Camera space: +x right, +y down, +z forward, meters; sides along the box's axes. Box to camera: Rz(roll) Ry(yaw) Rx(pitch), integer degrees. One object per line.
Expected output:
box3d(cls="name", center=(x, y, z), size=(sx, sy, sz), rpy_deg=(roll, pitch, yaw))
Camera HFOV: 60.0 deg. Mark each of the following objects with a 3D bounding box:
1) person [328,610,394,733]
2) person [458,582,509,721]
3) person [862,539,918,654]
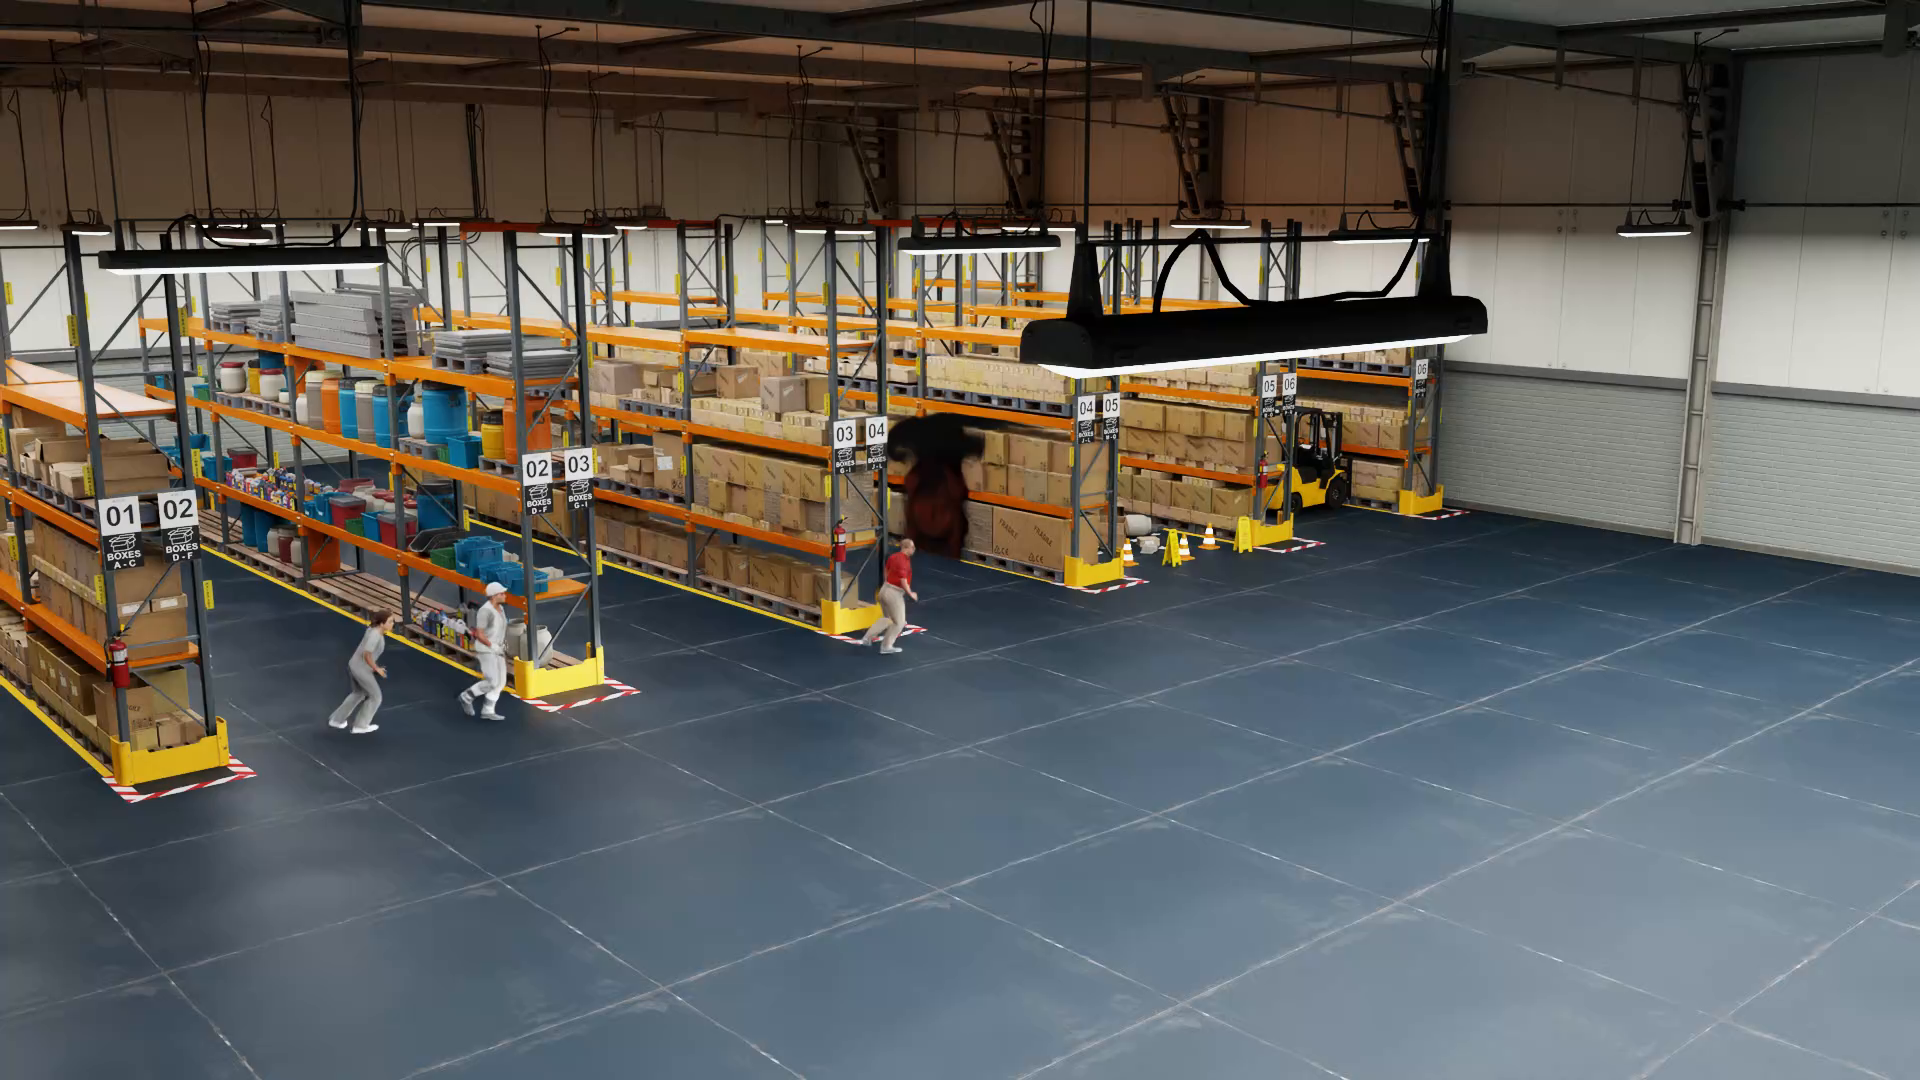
box3d(cls="person", center=(-7.259, 1.594, 20.134), size=(0.811, 1.525, 0.598), rpy_deg=(-6, 13, -26))
box3d(cls="person", center=(-5.921, 1.374, 20.725), size=(0.678, 1.751, 0.680), rpy_deg=(2, 12, 11))
box3d(cls="person", center=(-1.002, 0.805, 23.702), size=(0.759, 1.647, 0.649), rpy_deg=(-5, 12, -23))
